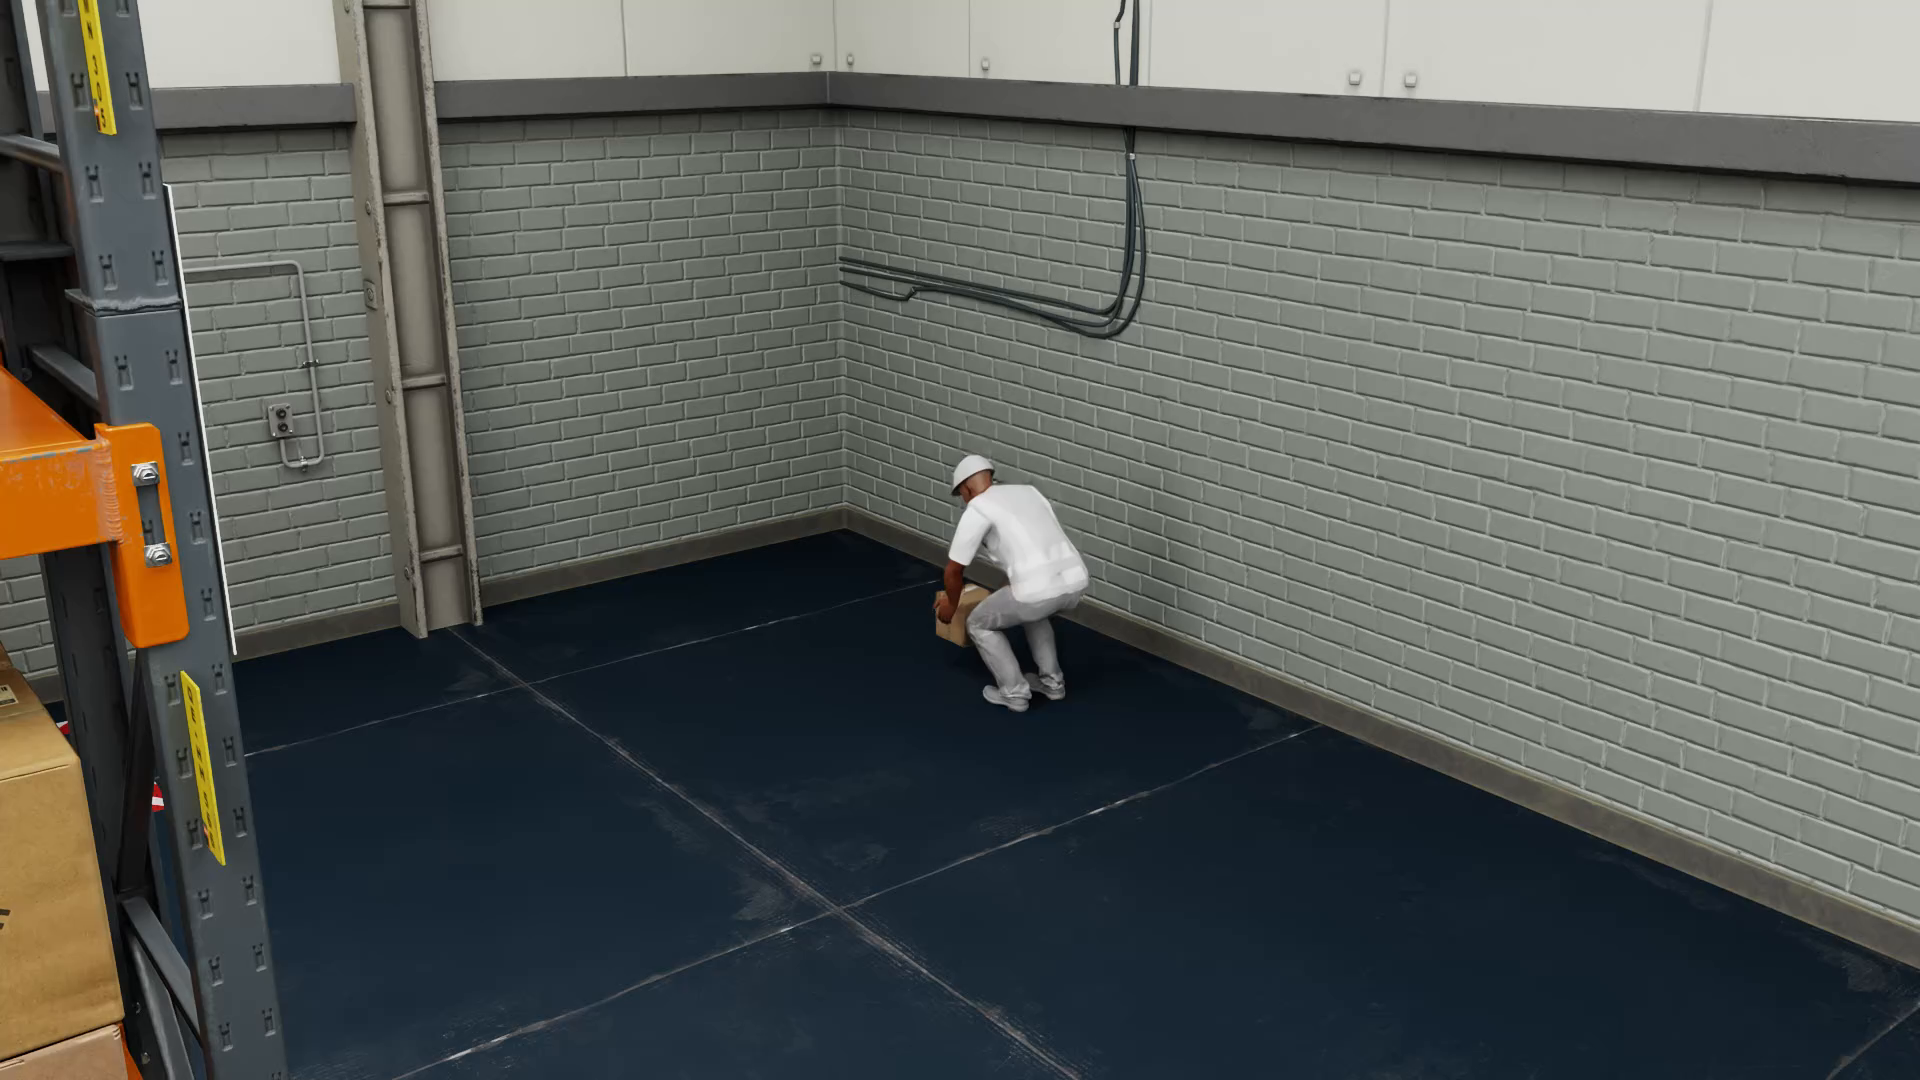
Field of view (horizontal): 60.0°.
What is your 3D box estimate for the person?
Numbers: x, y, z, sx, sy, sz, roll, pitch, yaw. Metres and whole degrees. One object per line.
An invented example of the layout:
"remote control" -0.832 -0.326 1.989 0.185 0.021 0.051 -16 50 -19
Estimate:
"person" 0.261 0.225 8.644 0.626 1.260 0.823 -13 22 -36
